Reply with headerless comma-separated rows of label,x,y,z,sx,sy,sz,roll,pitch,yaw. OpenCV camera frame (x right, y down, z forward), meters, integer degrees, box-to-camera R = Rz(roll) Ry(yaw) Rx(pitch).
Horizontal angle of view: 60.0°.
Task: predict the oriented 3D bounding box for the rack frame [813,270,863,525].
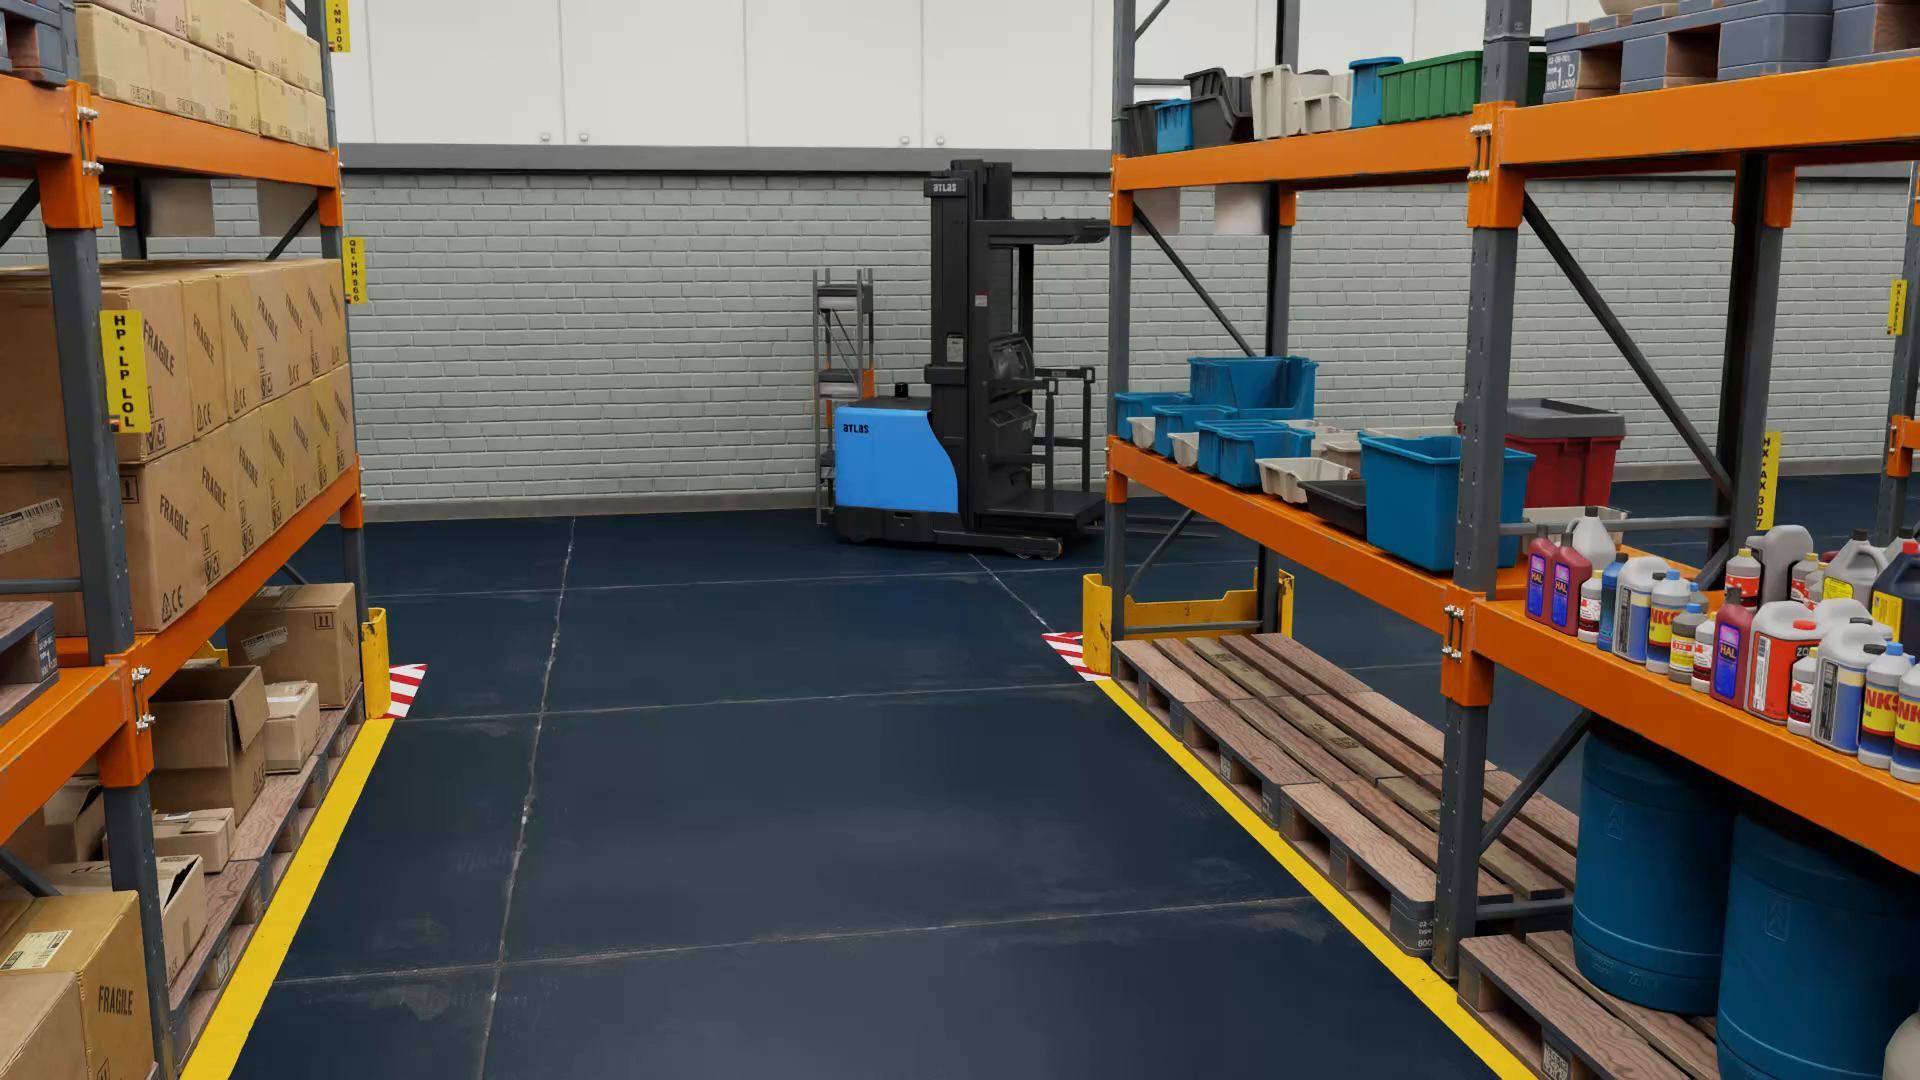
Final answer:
rack frame,-0.995,-1.157,13.659,0.400,2.100,0.015,1,11,7

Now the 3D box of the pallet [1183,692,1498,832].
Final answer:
pallet,1.670,0.974,7.513,1.003,0.211,1.213,-2,11,-11

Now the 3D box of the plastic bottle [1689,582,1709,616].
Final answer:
plastic bottle,1.998,0.218,4.562,0.097,0.201,0.097,0,11,0

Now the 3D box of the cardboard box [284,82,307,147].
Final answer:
cardboard box,-3.101,-1.815,7.089,0.500,0.250,0.500,-2,11,-11

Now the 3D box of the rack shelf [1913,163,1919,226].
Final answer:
rack shelf,6.561,-1.705,8.033,1.077,0.370,4.000,-2,11,-11

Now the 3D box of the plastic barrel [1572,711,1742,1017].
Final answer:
plastic barrel,2.181,0.887,5.002,0.600,0.901,0.708,-2,11,-11

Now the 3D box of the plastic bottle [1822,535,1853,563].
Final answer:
plastic bottle,2.575,0.121,4.852,0.061,0.283,0.133,-2,11,-11

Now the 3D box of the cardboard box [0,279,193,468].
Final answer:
cardboard box,-2.583,-0.495,4.835,0.500,0.500,0.500,-2,11,-10

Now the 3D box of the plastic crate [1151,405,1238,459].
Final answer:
plastic crate,1.167,-0.541,8.302,0.416,0.233,0.300,-2,11,-11

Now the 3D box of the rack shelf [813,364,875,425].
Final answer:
rack shelf,-0.963,-1.189,13.899,0.431,0.518,0.480,1,11,7

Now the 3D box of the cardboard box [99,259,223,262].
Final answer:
cardboard box,-3.718,-1.041,7.704,0.500,0.500,0.500,-2,11,-9

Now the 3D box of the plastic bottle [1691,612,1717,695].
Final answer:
plastic bottle,1.913,0.284,4.215,0.097,0.201,0.097,0,11,0

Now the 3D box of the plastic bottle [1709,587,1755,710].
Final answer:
plastic bottle,1.917,0.265,4.093,0.061,0.283,0.133,-2,11,-11

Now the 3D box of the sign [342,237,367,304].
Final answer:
sign,-2.997,-1.333,8.233,0.100,0.325,0.005,-2,11,-11

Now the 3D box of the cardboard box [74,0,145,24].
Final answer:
cardboard box,-2.619,-1.602,4.633,0.500,0.250,0.500,-2,11,-11

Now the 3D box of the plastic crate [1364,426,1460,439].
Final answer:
plastic crate,1.976,-0.296,6.885,0.437,0.282,0.530,-2,11,-11

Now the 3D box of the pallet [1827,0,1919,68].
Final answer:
pallet,2.564,-1.070,3.281,1.003,0.211,1.213,-2,11,-11

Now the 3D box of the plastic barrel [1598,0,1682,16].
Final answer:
plastic barrel,1.948,-1.679,4.485,0.433,0.535,0.433,0,11,0

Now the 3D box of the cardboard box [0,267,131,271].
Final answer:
cardboard box,-3.417,-0.761,6.229,0.500,0.500,0.500,-2,11,-12

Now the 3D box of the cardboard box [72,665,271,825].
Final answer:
cardboard box,-3.138,0.807,6.432,0.797,0.503,0.637,-2,11,-11

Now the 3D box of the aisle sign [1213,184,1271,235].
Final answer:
aisle sign,1.587,-2.072,9.110,0.394,0.787,0.004,-2,11,-11

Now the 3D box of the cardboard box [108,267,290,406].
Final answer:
cardboard box,-2.885,-0.779,6.325,0.500,0.500,0.500,-2,11,-9

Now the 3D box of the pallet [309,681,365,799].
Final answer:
pallet,-3.375,0.938,7.704,1.003,0.211,1.213,-2,11,-11

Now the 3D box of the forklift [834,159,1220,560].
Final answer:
forklift,0.584,-1.399,12.709,3.031,2.935,1.130,4,11,20

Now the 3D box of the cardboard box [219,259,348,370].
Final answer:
cardboard box,-3.189,-1.061,7.805,0.500,0.500,0.500,-2,11,-12

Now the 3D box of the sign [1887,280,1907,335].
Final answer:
sign,5.627,-1.397,9.985,0.100,0.325,0.005,-2,11,-11

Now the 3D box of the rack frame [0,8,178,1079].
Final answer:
rack frame,-2.768,0.142,4.430,1.000,3.000,0.127,-2,11,-11

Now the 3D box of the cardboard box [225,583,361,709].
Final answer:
cardboard box,-3.198,0.511,8.000,0.500,0.500,0.500,-2,11,-11

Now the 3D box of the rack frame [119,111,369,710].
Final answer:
rack frame,-3.546,-0.592,8.284,1.000,3.000,0.127,-2,11,-11

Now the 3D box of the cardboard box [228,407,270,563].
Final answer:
cardboard box,-2.797,-0.197,5.939,0.500,0.500,0.500,-2,11,-11

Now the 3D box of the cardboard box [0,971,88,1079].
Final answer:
cardboard box,-2.303,1.325,3.724,0.500,0.500,0.500,-2,11,-11

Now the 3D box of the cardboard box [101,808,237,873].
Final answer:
cardboard box,-2.815,1.074,5.931,0.380,0.166,0.250,-2,11,-11

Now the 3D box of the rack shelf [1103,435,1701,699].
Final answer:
rack shelf,1.703,-0.051,7.367,1.077,0.370,4.000,-2,11,-11

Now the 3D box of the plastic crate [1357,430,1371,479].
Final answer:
plastic crate,1.965,-0.351,7.307,0.416,0.233,0.300,-2,11,-11

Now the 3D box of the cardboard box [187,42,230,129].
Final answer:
cardboard box,-2.809,-1.540,5.644,0.500,0.250,0.500,-2,11,-11

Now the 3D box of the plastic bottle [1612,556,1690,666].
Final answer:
plastic bottle,1.879,0.189,4.513,0.152,0.276,0.135,-2,11,-11

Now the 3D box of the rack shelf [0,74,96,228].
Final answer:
rack shelf,-2.379,-0.612,2.290,1.077,0.370,4.000,-2,11,-11

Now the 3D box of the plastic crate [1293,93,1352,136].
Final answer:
plastic crate,1.471,-1.601,6.270,0.293,0.136,0.466,-2,11,-11

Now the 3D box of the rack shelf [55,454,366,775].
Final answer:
rack shelf,-3.157,0.128,6.425,1.077,0.370,4.000,-2,11,-11

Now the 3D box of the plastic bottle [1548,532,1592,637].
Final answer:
plastic bottle,1.771,0.127,4.820,0.061,0.283,0.133,-2,11,-11

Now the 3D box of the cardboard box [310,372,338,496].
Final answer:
cardboard box,-3.087,-0.474,7.396,0.500,0.500,0.500,-2,11,-11

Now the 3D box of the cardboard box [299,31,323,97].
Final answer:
cardboard box,-3.196,-2.153,7.525,0.500,0.250,0.500,-2,11,-11

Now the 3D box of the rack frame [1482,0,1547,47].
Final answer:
rack frame,2.092,-2.985,4.812,1.000,3.000,0.127,-2,11,-11

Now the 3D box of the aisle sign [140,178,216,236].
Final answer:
aisle sign,-3.847,-1.871,8.051,0.394,0.787,0.004,-2,11,-11

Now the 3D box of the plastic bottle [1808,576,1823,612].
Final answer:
plastic bottle,2.438,0.195,4.680,0.097,0.201,0.097,0,11,0

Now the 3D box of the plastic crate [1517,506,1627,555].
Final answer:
plastic crate,2.142,-0.028,5.868,0.396,0.136,0.243,-2,11,-11

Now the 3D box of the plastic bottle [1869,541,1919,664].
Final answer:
plastic bottle,2.486,0.182,4.349,0.144,0.351,0.185,-2,11,-11

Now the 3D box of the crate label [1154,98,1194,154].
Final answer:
crate label,1.176,-1.991,8.010,0.408,0.251,0.502,-2,11,-11

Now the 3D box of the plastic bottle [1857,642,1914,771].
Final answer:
plastic bottle,2.029,0.359,3.633,0.097,0.271,0.097,0,11,0

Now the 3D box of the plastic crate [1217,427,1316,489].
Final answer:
plastic crate,1.353,-0.365,7.379,0.416,0.233,0.300,-2,11,-11

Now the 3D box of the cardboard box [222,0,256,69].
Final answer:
cardboard box,-2.901,-1.878,6.080,0.500,0.250,0.500,-2,11,-11

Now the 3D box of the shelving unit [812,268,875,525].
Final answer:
shelving unit,-0.963,-1.202,13.897,0.431,2.100,0.503,1,11,7

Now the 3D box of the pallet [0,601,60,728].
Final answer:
pallet,-2.719,0.386,3.657,1.003,0.211,1.213,-2,11,-11

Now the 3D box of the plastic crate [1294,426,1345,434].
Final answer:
plastic crate,1.692,-0.475,8.213,0.396,0.136,0.243,-2,11,-11
